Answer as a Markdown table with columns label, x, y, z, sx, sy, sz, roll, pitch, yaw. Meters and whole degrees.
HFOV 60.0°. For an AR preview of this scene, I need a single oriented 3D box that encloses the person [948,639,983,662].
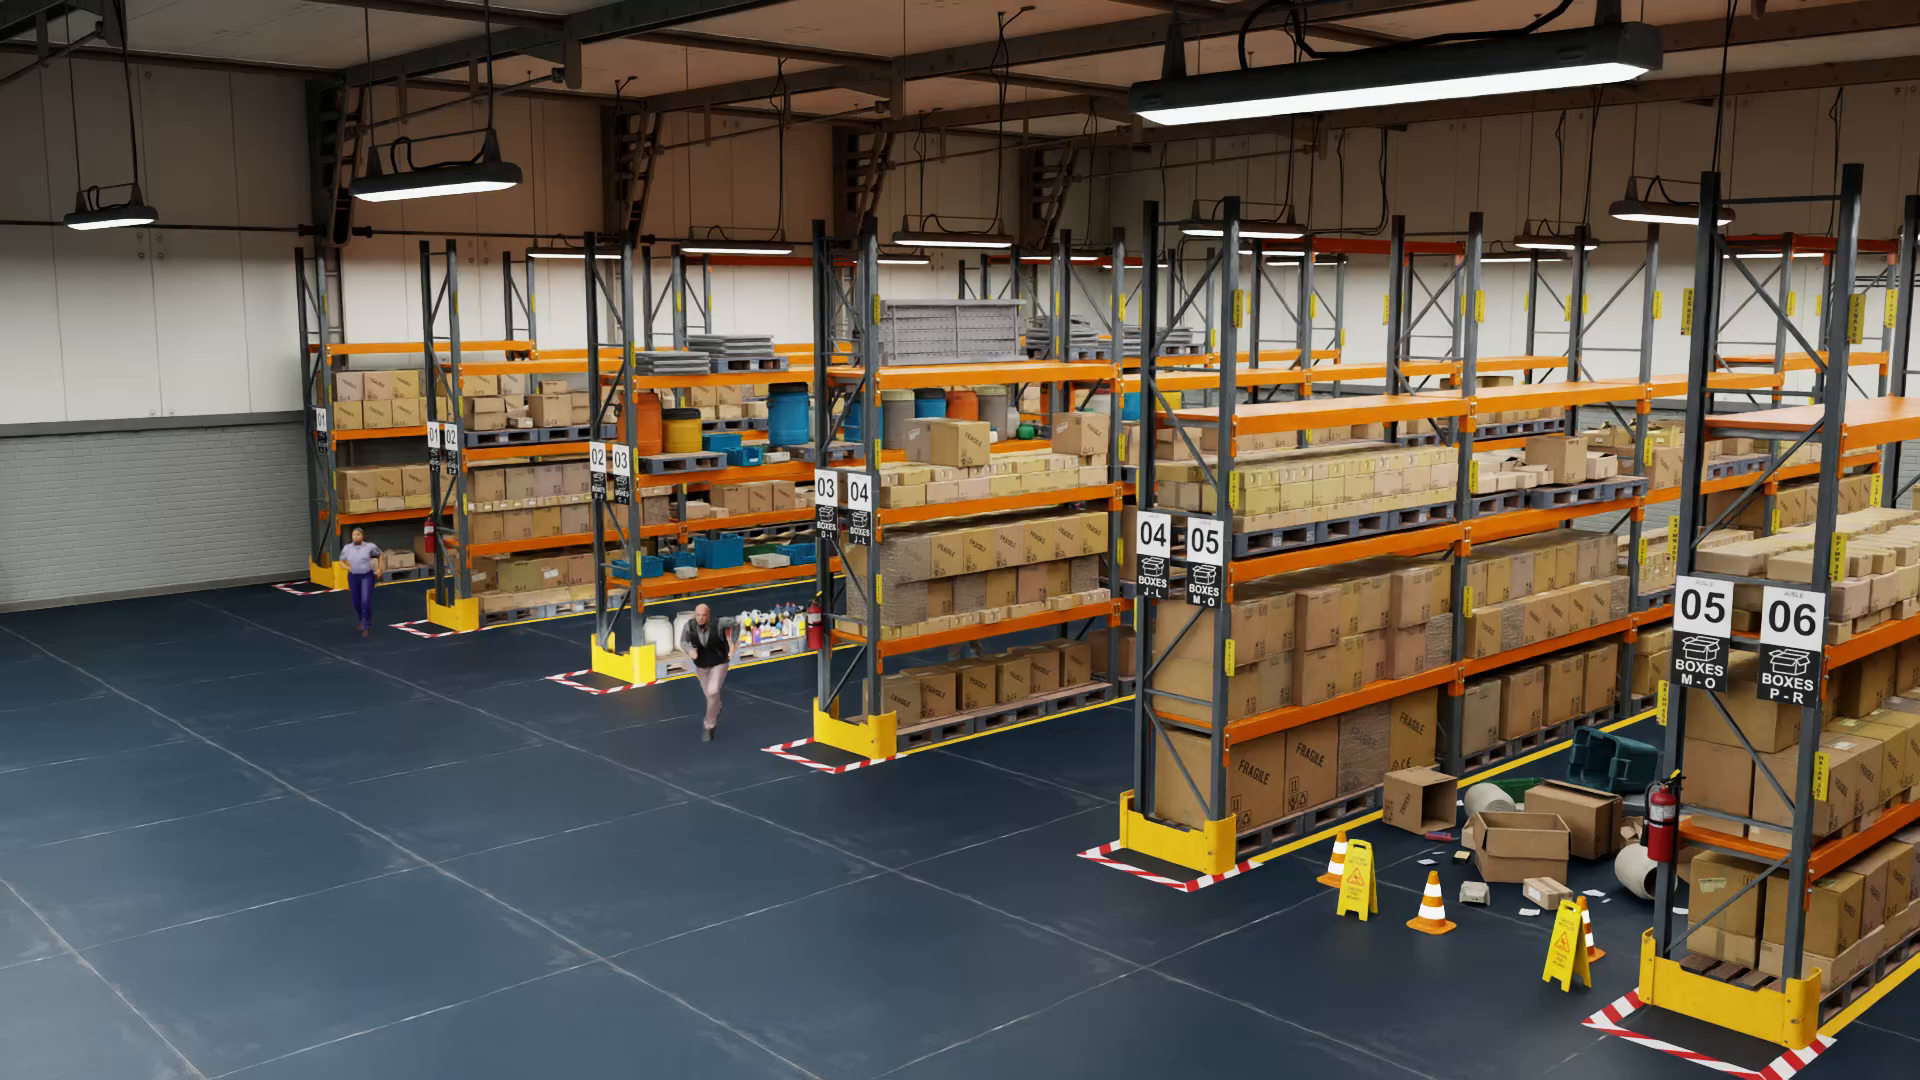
| label | x | y | z | sx | sy | sz | roll | pitch | yaw |
| --- | --- | --- | --- | --- | --- | --- | --- | --- | --- |
| person | 0.008 | 0.861 | 22.053 | 0.838 | 1.838 | 0.641 | -8 | 11 | -42 |

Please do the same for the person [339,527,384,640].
| label | x | y | z | sx | sy | sz | roll | pitch | yaw |
| --- | --- | --- | --- | --- | --- | --- | --- | --- | --- |
| person | -9.152 | 0.640 | 25.423 | 0.613 | 1.695 | 0.810 | -1 | 8 | -6 |

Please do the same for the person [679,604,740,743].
| label | x | y | z | sx | sy | sz | roll | pitch | yaw |
| --- | --- | --- | --- | --- | --- | --- | --- | --- | --- |
| person | -2.930 | 1.516 | 19.668 | 0.701 | 1.681 | 0.987 | 0 | 8 | 3 |
